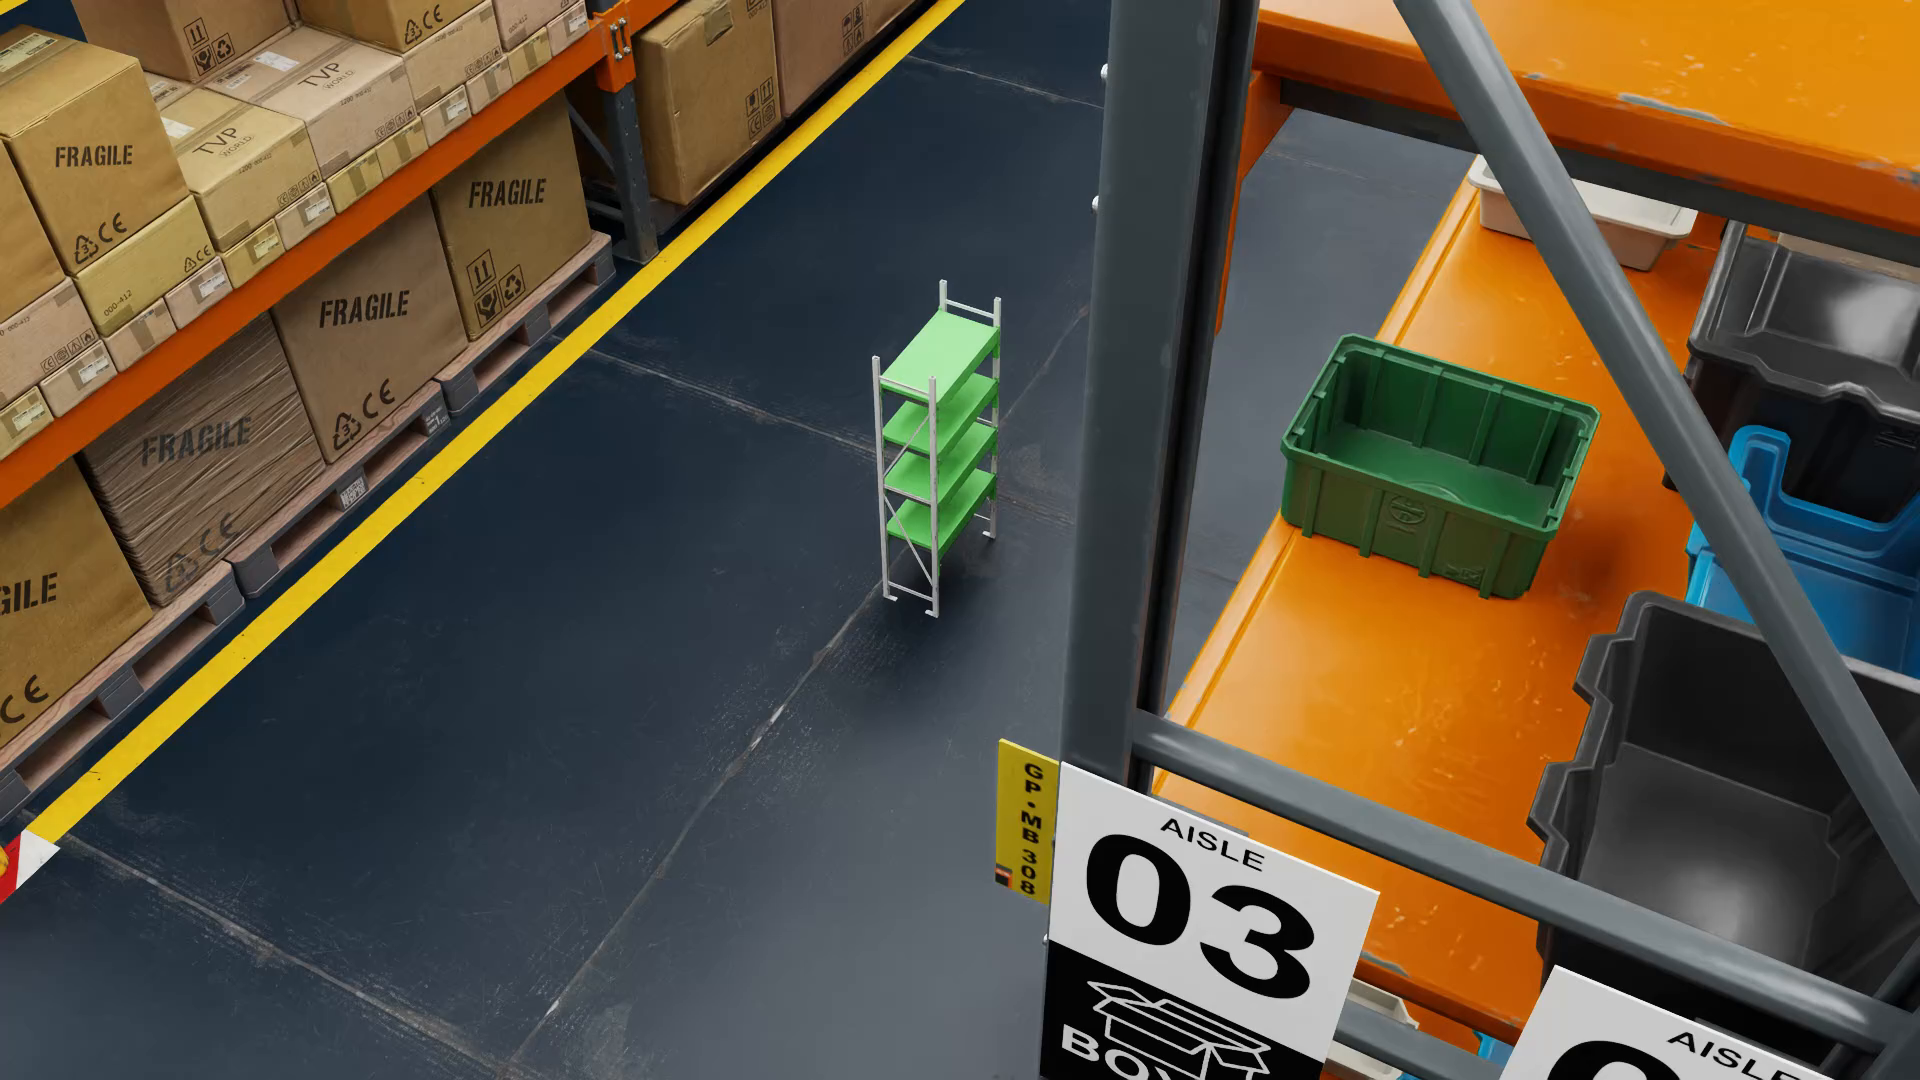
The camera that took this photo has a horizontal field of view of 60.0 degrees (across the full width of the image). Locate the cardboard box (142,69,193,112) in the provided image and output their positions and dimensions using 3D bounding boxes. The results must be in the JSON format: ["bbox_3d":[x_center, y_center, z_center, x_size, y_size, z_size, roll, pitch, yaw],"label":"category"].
[{"bbox_3d":[-3.097,-1.475,5.995,0.500,0.250,0.500,21,49,19],"label":"cardboard box"}]

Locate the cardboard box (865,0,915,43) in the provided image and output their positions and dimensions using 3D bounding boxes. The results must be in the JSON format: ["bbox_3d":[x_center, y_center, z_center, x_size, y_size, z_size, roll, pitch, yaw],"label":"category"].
[{"bbox_3d":[-0.843,-3.515,9.313,1.225,0.875,0.875,21,49,19],"label":"cardboard box"}]

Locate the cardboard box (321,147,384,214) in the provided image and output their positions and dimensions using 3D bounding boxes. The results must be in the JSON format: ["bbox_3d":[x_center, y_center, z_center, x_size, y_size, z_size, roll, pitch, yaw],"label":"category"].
[{"bbox_3d":[-2.388,-1.383,6.184,0.380,0.149,0.250,20,49,18],"label":"cardboard box"}]

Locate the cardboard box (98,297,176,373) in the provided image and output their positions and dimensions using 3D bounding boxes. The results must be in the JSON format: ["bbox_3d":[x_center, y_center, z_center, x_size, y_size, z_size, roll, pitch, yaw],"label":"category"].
[{"bbox_3d":[-2.865,-0.735,5.545,0.380,0.149,0.250,20,49,18],"label":"cardboard box"}]

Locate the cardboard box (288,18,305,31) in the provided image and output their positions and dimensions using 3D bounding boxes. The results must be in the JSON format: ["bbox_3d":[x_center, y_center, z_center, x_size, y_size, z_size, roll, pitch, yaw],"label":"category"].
[{"bbox_3d":[-2.626,-2.112,6.624,0.500,0.250,0.500,20,49,19],"label":"cardboard box"}]

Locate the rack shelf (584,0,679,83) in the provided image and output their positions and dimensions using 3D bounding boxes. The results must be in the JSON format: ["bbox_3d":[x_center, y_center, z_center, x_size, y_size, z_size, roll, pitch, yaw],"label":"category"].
[{"bbox_3d":[-1.012,-3.588,8.693,1.077,0.370,4.000,20,49,19],"label":"rack shelf"}]

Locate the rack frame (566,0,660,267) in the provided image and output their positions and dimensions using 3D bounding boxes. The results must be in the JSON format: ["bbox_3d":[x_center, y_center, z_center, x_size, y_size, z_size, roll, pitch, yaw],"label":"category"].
[{"bbox_3d":[-1.941,-2.581,7.192,1.000,3.000,0.127,20,49,19],"label":"rack frame"}]

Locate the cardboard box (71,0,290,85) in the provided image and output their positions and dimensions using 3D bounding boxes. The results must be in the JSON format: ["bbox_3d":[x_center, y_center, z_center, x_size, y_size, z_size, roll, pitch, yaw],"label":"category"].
[{"bbox_3d":[-2.862,-2.042,6.028,0.500,0.500,0.500,19,48,18],"label":"cardboard box"}]

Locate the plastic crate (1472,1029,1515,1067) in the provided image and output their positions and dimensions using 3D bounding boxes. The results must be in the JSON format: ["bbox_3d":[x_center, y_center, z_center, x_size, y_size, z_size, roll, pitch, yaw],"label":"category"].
[{"bbox_3d":[1.301,1.150,3.580,0.416,0.233,0.300,20,49,19],"label":"plastic crate"}]

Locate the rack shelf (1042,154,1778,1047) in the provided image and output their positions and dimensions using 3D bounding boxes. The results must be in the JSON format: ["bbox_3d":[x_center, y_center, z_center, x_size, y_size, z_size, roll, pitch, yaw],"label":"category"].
[{"bbox_3d":[1.518,-0.487,3.519,1.077,0.370,4.000,20,49,19],"label":"rack shelf"}]

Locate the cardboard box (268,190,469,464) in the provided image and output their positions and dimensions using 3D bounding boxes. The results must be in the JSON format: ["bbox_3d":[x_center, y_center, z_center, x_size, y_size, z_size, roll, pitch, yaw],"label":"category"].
[{"bbox_3d":[-2.736,-1.025,6.853,0.875,0.875,0.875,20,49,19],"label":"cardboard box"}]

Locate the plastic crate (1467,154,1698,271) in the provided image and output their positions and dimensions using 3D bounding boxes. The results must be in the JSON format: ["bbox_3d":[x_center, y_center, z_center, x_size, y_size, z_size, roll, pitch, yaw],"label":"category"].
[{"bbox_3d":[1.329,-0.771,3.480,0.437,0.136,0.530,20,49,19],"label":"plastic crate"}]

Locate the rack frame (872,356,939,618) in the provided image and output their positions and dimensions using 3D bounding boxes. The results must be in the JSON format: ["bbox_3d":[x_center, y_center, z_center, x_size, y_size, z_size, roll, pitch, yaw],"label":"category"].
[{"bbox_3d":[-0.190,-0.164,6.068,0.240,1.200,0.015,20,49,19],"label":"rack frame"}]

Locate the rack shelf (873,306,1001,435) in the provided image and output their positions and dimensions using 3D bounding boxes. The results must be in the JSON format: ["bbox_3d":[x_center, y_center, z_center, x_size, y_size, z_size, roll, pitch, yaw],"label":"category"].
[{"bbox_3d":[-0.077,-0.610,5.924,0.258,0.148,0.480,20,49,19],"label":"rack shelf"}]

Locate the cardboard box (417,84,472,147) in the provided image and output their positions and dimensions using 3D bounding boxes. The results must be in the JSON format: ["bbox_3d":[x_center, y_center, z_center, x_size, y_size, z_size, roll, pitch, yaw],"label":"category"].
[{"bbox_3d":[-2.150,-1.707,6.504,0.380,0.149,0.250,21,49,20],"label":"cardboard box"}]

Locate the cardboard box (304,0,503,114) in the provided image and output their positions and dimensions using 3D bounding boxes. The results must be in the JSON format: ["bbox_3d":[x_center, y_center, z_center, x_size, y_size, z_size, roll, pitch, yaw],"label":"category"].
[{"bbox_3d":[-2.151,-1.941,6.456,0.500,0.250,0.500,22,49,20],"label":"cardboard box"}]

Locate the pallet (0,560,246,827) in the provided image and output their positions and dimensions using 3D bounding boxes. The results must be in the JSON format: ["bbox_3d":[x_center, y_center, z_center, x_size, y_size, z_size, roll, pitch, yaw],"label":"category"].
[{"bbox_3d":[-3.495,0.390,6.217,1.003,0.211,1.213,20,49,19],"label":"pallet"}]

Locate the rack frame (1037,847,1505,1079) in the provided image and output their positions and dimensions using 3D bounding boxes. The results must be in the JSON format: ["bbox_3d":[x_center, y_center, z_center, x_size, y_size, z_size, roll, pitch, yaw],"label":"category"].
[{"bbox_3d":[0.590,1.574,3.085,1.000,3.000,0.127,20,49,19],"label":"rack frame"}]

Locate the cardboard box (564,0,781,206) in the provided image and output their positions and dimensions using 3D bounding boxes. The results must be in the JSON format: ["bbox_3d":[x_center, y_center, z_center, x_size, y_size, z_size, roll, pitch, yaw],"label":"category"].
[{"bbox_3d":[-1.661,-2.392,8.203,1.225,0.875,0.875,21,49,19],"label":"cardboard box"}]

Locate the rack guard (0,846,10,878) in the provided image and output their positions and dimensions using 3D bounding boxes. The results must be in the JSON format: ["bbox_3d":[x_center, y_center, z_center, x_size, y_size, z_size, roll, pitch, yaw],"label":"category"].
[{"bbox_3d":[-3.809,0.833,5.576,1.175,0.500,0.348,20,49,19],"label":"rack guard"}]

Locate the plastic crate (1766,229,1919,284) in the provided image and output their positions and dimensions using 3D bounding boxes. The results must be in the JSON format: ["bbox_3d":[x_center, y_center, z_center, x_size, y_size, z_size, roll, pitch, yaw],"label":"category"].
[{"bbox_3d":[1.892,-0.733,3.340,0.437,0.282,0.530,20,49,19],"label":"plastic crate"}]

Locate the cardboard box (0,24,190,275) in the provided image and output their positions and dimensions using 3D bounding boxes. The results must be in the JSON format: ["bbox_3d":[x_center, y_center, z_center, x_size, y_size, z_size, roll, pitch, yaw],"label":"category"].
[{"bbox_3d":[-2.868,-1.233,5.229,0.500,0.500,0.500,19,48,18],"label":"cardboard box"}]

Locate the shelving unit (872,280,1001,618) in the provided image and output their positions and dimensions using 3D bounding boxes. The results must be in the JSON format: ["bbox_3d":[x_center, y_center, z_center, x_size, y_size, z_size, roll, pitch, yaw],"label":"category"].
[{"bbox_3d":[-0.077,-0.317,6.220,0.258,1.200,0.503,20,49,19],"label":"shelving unit"}]

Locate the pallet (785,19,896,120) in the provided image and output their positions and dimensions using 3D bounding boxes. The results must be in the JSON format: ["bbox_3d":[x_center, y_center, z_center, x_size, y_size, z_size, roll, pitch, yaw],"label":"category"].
[{"bbox_3d":[-1.084,-2.883,9.451,1.003,0.211,1.213,20,49,19],"label":"pallet"}]

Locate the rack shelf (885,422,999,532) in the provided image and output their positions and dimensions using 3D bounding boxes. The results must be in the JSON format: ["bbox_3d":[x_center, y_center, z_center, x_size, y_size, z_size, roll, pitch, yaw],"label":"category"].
[{"bbox_3d":[-0.077,-0.273,6.266,0.258,0.148,0.480,20,49,19],"label":"rack shelf"}]

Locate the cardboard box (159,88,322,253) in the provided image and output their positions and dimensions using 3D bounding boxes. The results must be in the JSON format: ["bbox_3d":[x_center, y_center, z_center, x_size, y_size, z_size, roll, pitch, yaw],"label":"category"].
[{"bbox_3d":[-2.626,-1.302,5.824,0.500,0.250,0.500,20,49,18],"label":"cardboard box"}]

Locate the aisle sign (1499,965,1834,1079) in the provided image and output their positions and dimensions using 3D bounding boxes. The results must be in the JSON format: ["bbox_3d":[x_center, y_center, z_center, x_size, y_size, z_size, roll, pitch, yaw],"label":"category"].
[{"bbox_3d":[0.819,0.804,2.019,0.394,0.787,0.004,20,49,19],"label":"aisle sign"}]

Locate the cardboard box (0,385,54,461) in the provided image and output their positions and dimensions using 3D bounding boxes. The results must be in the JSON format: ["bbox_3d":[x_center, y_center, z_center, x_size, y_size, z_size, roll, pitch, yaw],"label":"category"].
[{"bbox_3d":[-3.104,-0.411,5.224,0.380,0.149,0.250,19,48,18],"label":"cardboard box"}]

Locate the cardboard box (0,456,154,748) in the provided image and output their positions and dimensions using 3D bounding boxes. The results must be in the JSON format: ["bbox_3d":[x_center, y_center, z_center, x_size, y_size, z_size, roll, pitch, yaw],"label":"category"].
[{"bbox_3d":[-3.571,0.109,5.732,0.875,0.875,0.875,20,49,19],"label":"cardboard box"}]

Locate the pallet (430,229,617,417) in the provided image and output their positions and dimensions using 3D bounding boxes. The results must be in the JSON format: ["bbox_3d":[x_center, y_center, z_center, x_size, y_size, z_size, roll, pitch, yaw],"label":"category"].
[{"bbox_3d":[-2.363,-1.148,7.736,1.003,0.211,1.213,20,49,19],"label":"pallet"}]

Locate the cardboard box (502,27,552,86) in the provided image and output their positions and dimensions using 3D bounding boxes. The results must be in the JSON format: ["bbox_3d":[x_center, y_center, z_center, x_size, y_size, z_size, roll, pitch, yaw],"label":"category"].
[{"bbox_3d":[-1.911,-2.030,6.824,0.380,0.149,0.250,21,49,20],"label":"cardboard box"}]

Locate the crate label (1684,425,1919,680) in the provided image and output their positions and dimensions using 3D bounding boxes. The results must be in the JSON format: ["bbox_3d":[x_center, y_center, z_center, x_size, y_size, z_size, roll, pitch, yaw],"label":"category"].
[{"bbox_3d":[1.304,0.098,2.540,0.408,0.251,0.502,20,49,19],"label":"crate label"}]

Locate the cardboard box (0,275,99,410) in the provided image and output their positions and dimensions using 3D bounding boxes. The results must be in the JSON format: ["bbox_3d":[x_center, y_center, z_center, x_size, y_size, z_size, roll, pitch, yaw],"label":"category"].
[{"bbox_3d":[-3.100,-0.656,5.186,0.500,0.250,0.500,20,49,19],"label":"cardboard box"}]

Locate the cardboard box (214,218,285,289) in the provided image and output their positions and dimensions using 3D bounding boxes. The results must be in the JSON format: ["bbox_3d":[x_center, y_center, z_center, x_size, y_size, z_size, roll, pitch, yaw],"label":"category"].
[{"bbox_3d":[-2.627,-1.057,5.862,0.380,0.149,0.250,19,48,18],"label":"cardboard box"}]
